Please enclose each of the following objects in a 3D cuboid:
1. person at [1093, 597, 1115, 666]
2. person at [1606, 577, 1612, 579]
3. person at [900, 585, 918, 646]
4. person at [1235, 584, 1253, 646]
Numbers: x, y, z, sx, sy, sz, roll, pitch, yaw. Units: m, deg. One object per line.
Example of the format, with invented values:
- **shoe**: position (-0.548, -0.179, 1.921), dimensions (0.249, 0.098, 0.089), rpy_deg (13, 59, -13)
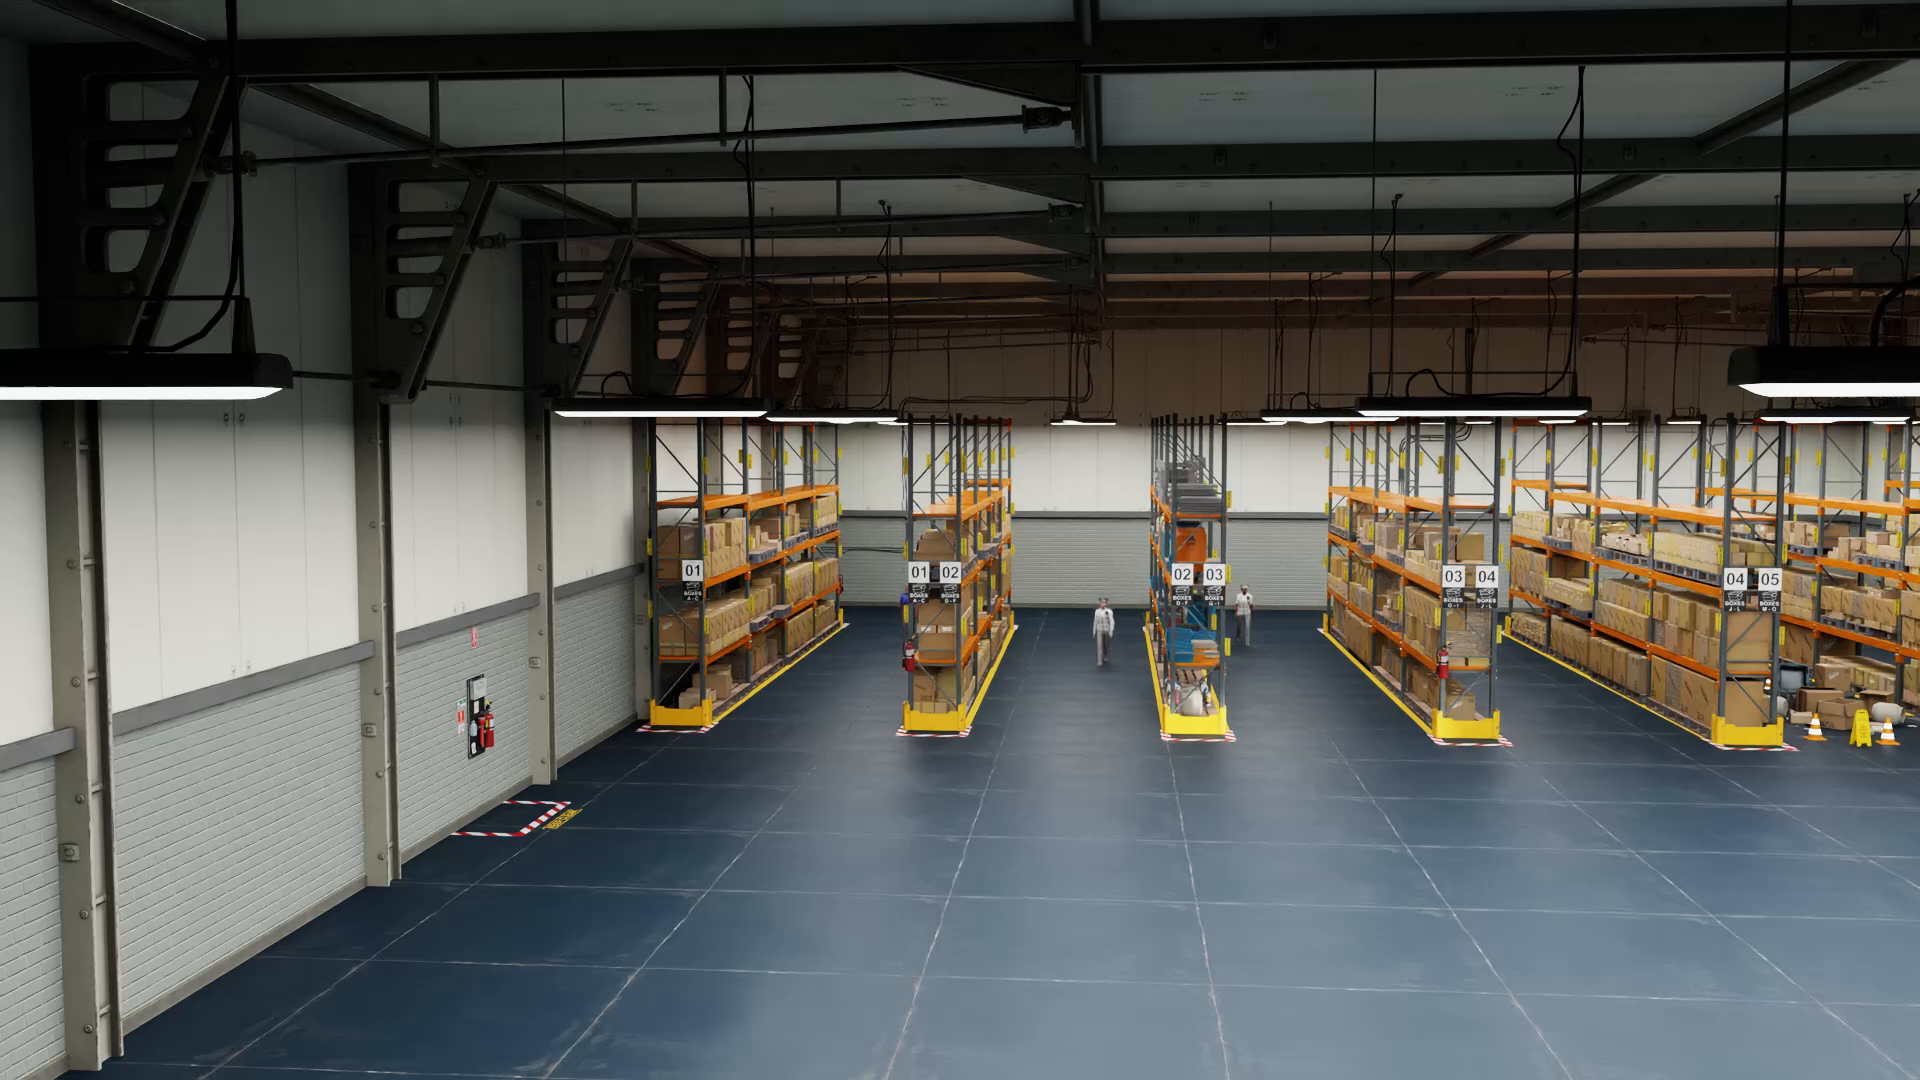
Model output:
- **person**: position (3.474, 2.185, 40.143), dimensions (0.512, 1.623, 1.042), rpy_deg (0, 4, 6)
- **person**: position (17.644, 1.867, 45.309), dimensions (0.451, 1.717, 0.530), rpy_deg (-2, 5, -32)
- **person**: position (-1.355, 1.963, 43.860), dimensions (0.493, 1.580, 1.033), rpy_deg (0, 4, 2)
- **person**: position (7.466, 1.945, 43.756), dimensions (0.495, 1.623, 1.045), rpy_deg (0, 4, 4)
